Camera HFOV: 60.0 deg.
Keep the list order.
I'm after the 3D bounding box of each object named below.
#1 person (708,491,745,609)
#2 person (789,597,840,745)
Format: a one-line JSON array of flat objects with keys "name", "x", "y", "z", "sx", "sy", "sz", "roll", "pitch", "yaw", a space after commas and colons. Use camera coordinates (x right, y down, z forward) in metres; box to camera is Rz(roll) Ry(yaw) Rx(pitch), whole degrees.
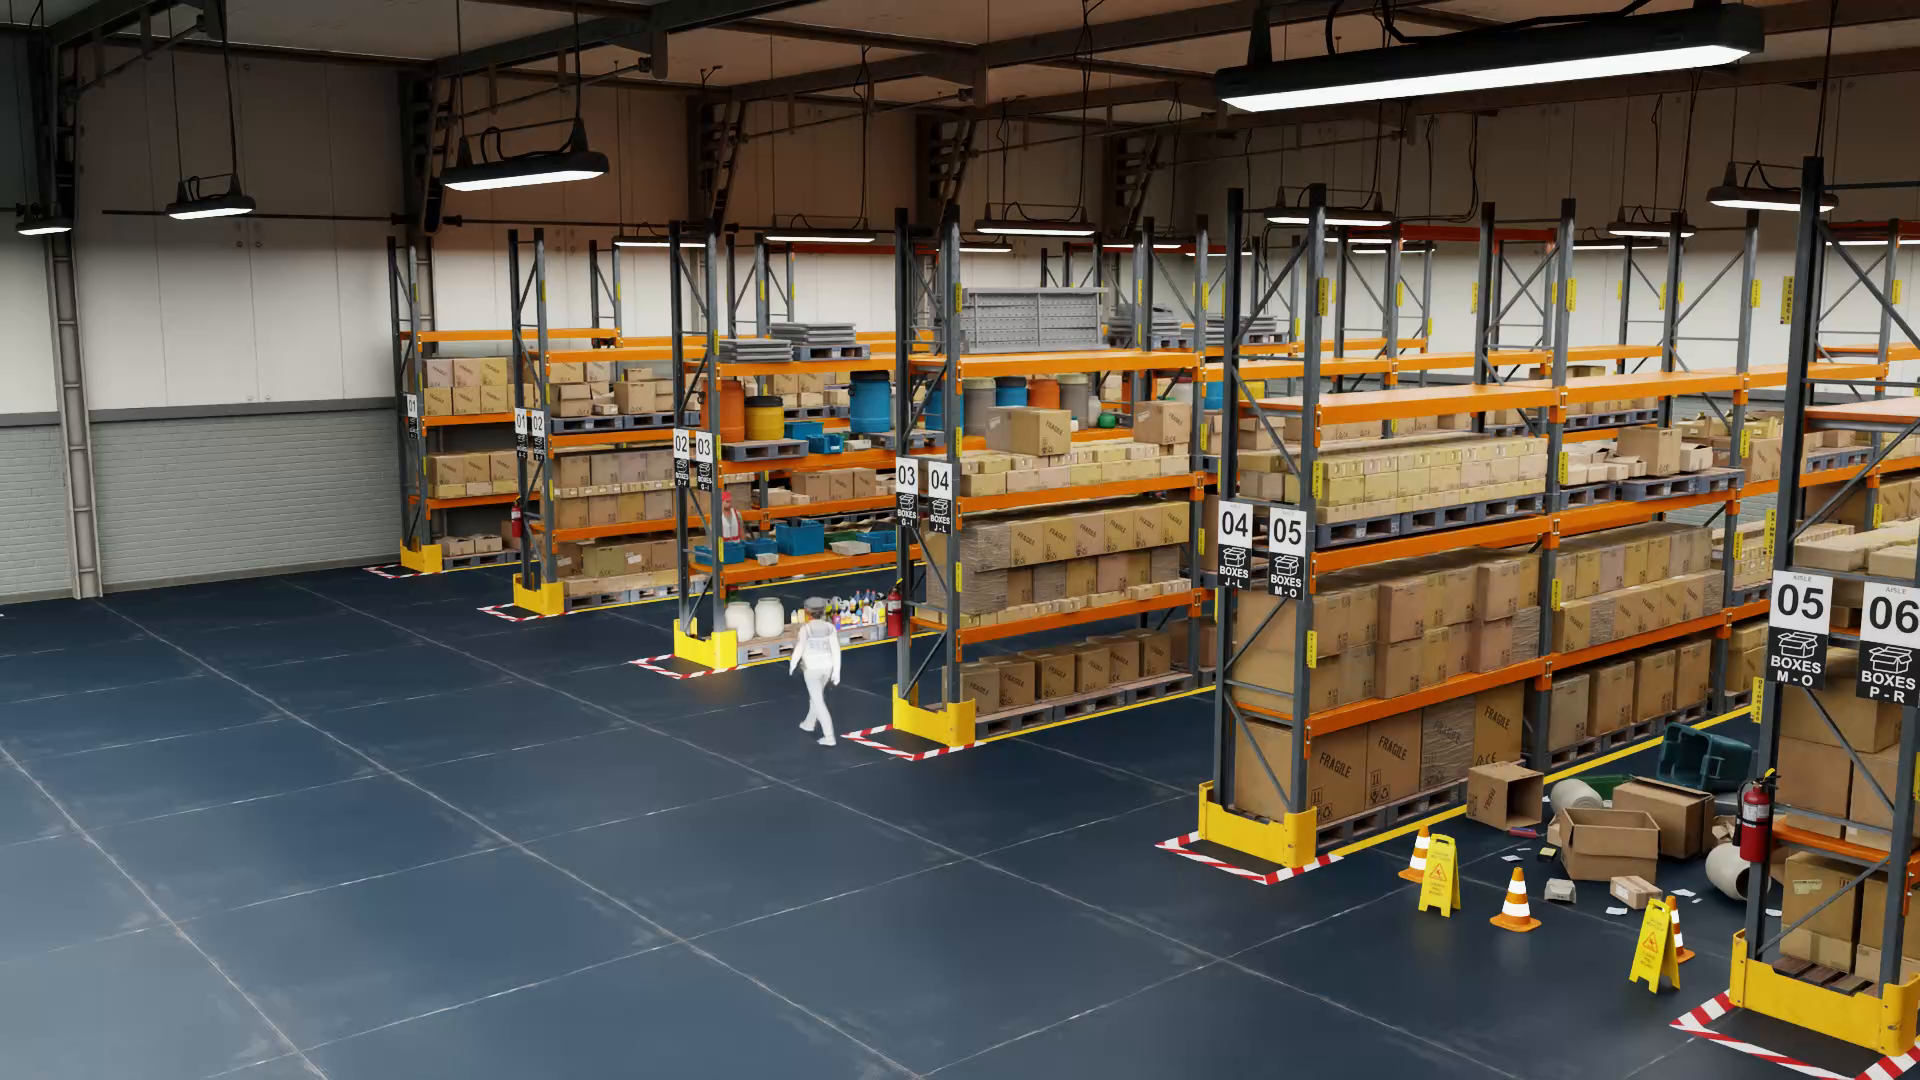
[{"name": "person", "x": -3.493, "y": 0.154, "z": 25.039, "sx": 0.573, "sy": 1.796, "sz": 0.370, "roll": -5, "pitch": 10, "yaw": -28}, {"name": "person", "x": -1.683, "y": 1.459, "z": 18.834, "sx": 0.881, "sy": 1.643, "sz": 0.520, "roll": 8, "pitch": 12, "yaw": 43}]
